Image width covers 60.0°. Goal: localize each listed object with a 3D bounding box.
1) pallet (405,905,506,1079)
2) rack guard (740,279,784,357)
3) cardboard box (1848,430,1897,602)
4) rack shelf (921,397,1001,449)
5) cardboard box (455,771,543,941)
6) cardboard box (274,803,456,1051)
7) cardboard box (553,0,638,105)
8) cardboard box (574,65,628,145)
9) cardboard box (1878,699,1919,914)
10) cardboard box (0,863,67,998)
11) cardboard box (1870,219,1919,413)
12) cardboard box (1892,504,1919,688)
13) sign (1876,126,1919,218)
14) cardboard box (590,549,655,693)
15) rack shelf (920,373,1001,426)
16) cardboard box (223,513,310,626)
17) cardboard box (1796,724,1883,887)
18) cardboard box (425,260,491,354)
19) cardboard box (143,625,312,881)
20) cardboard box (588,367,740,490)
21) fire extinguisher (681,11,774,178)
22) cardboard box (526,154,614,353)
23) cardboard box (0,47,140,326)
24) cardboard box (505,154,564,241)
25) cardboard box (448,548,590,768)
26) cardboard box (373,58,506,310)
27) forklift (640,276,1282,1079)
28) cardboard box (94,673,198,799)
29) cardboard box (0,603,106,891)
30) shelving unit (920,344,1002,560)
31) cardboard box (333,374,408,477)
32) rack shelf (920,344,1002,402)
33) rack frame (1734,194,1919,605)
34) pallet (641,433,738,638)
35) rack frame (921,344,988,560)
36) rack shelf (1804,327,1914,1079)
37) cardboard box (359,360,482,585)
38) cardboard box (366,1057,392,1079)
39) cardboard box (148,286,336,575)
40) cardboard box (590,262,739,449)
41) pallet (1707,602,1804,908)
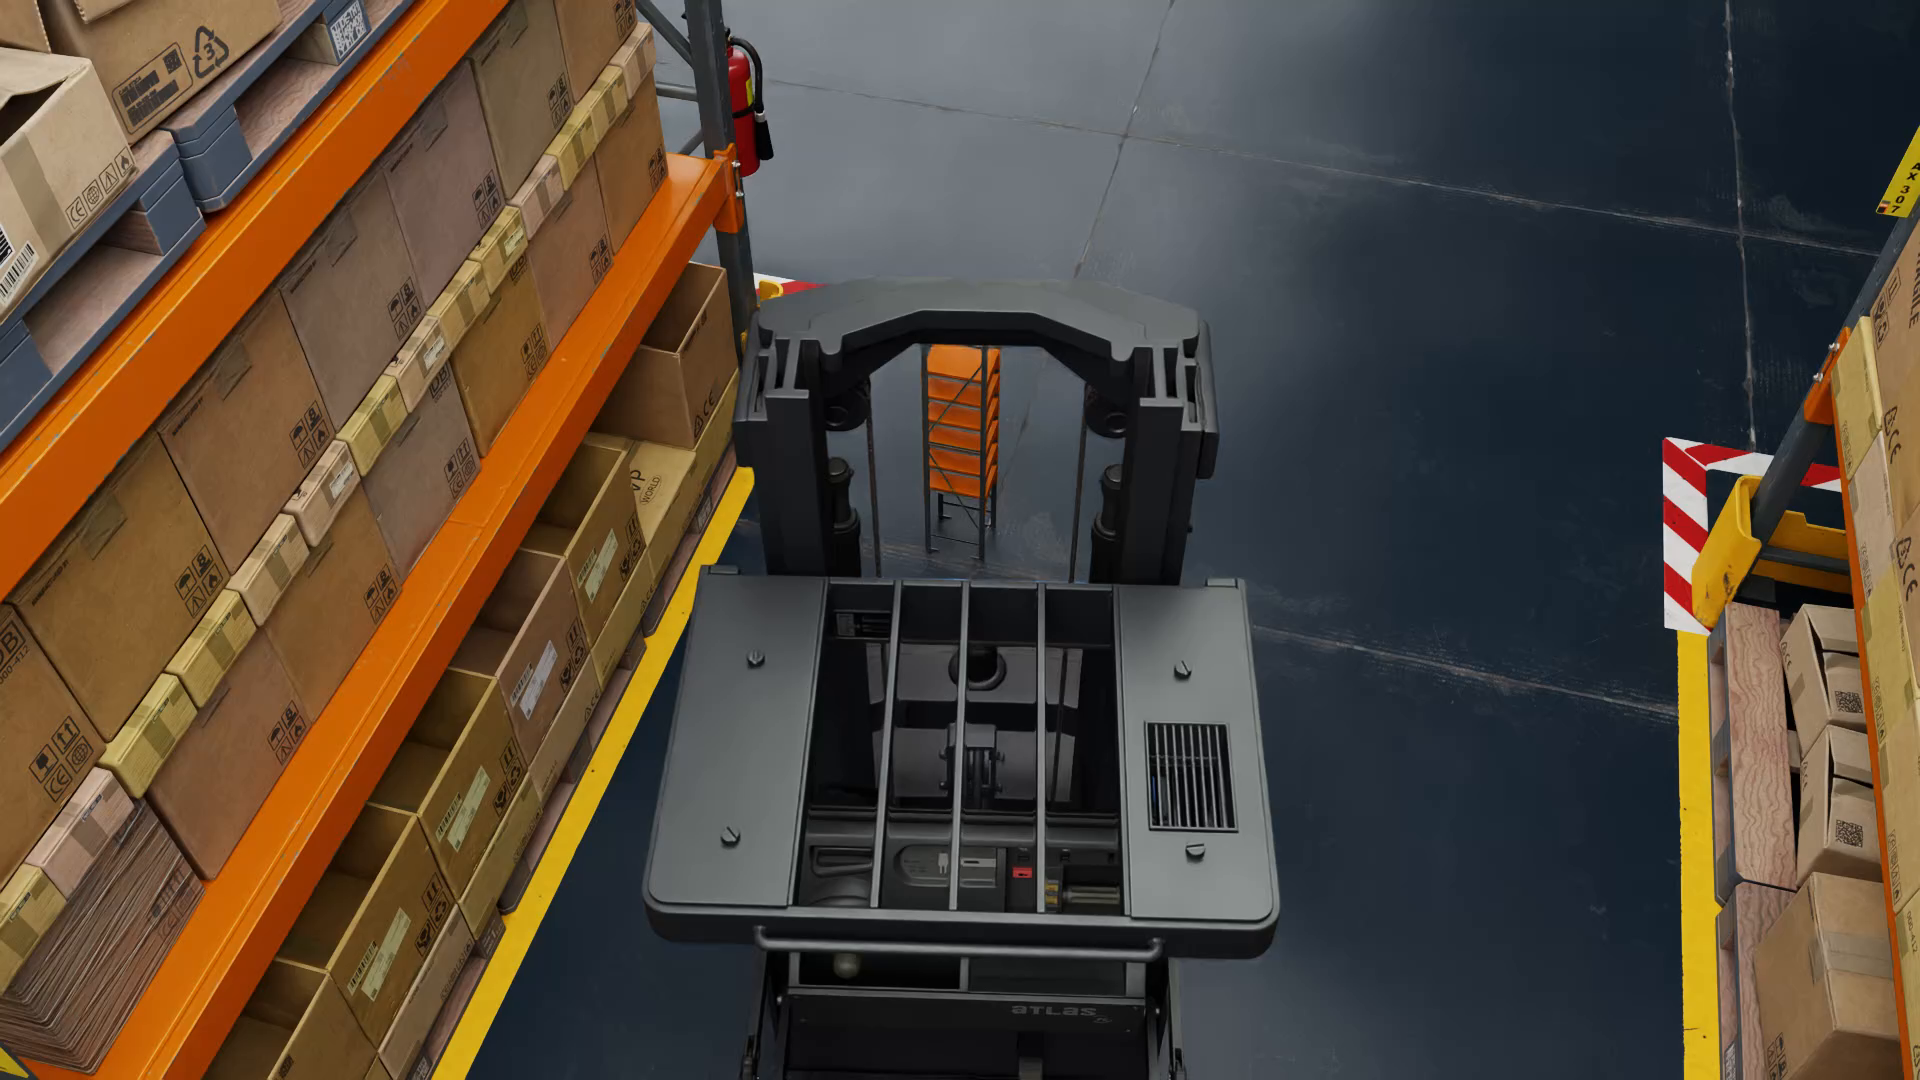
[{"bbox_3d":[-2.140,1.543,5.167,1.003,0.211,1.213,12,50,10],"label":"pallet"},{"bbox_3d":[-1.331,-0.897,7.127,1.175,0.500,0.348,12,50,10],"label":"rack guard"},{"bbox_3d":[2.885,-0.020,4.772,0.500,0.250,0.500,10,49,9],"label":"cardboard box"},{"bbox_3d":[0.004,-0.458,6.172,0.258,0.103,0.180,12,50,10],"label":"rack shelf"},{"bbox_3d":[-1.702,0.961,5.374,0.500,0.250,0.500,12,50,10],"label":"cardboard box"},{"bbox_3d":[-1.842,1.073,4.775,0.500,0.500,0.500,12,50,10],"label":"cardboard box"},{"bbox_3d":[-1.486,-1.795,5.321,0.700,0.500,0.500,12,50,10],"label":"cardboard box"},{"bbox_3d":[-1.321,-1.451,5.449,0.380,0.149,0.250,13,50,11],"label":"cardboard box"},{"bbox_3d":[2.610,0.713,4.126,0.500,0.250,0.500,12,50,10],"label":"cardboard box"},{"bbox_3d":[-2.132,0.783,3.478,0.380,0.149,0.250,11,50,10],"label":"cardboard box"},{"bbox_3d":[3.027,-0.651,4.829,0.500,0.500,0.500,12,50,10],"label":"cardboard box"},{"bbox_3d":[2.746,0.077,4.187,0.500,0.500,0.500,10,49,9],"label":"cardboard box"},{"bbox_3d":[2.920,-1.125,5.084,0.100,0.325,0.005,12,50,10],"label":"sign"},{"bbox_3d":[-1.443,0.237,6.013,0.500,0.250,0.500,12,50,10],"label":"cardboard box"},{"bbox_3d":[0.004,-0.537,6.082,0.258,0.103,0.180,12,50,10],"label":"rack shelf"},{"bbox_3d":[-1.864,0.044,4.130,0.380,0.149,0.250,10,49,9],"label":"cardboard box"},{"bbox_3d":[3.024,0.908,5.367,0.500,0.311,0.500,15,50,13],"label":"cardboard box"},{"bbox_3d":[-1.593,-0.703,4.790,0.380,0.149,0.250,13,50,11],"label":"cardboard box"},{"bbox_3d":[-2.146,0.449,4.205,0.700,0.500,0.500,11,50,10],"label":"cardboard box"},{"bbox_3d":[-1.193,-0.489,6.654,0.500,0.250,0.500,12,50,10],"label":"cardboard box"},{"bbox_3d":[-0.858,-1.675,6.198,0.296,0.674,0.183,12,50,10],"label":"fire extinguisher"},{"bbox_3d":[-1.606,-1.024,5.505,0.700,0.500,0.500,13,50,11],"label":"cardboard box"},{"bbox_3d":[-1.861,-0.664,2.940,0.500,0.311,0.500,9,49,8],"label":"cardboard box"},{"bbox_3d":[-1.457,-1.084,5.126,0.380,0.149,0.250,12,50,11],"label":"cardboard box"},{"bbox_3d":[-1.573,0.351,5.413,0.500,0.500,0.500,12,50,10],"label":"cardboard box"},{"bbox_3d":[-1.751,-1.049,4.662,0.700,0.500,0.500,12,50,10],"label":"cardboard box"},{"bbox_3d":[0.014,0.971,3.857,1.130,2.935,3.031,1,49,1],"label":"forklift"},{"bbox_3d":[-2.000,0.414,3.803,0.380,0.149,0.250,10,49,9],"label":"cardboard box"},{"bbox_3d":[-2.279,0.402,3.381,0.700,0.500,0.500,12,50,10],"label":"cardboard box"},{"bbox_3d":[0.004,-0.407,6.228,0.258,1.200,0.189,12,50,10],"label":"shelving unit"},{"bbox_3d":[-1.728,-0.338,4.467,0.380,0.149,0.250,11,50,10],"label":"cardboard box"},{"bbox_3d":[0.004,-0.616,5.992,0.258,0.103,0.180,12,50,10],"label":"rack shelf"},{"bbox_3d":[3.443,-0.732,5.314,1.000,3.000,0.127,12,50,10],"label":"rack frame"},{"bbox_3d":[-1.498,-0.222,6.724,1.003,0.211,1.213,12,50,10],"label":"pallet"},{"bbox_3d":[-0.020,-0.341,6.170,0.240,1.200,0.006,12,50,10],"label":"rack frame"},{"bbox_3d":[2.917,0.953,4.307,1.077,0.370,4.000,12,50,10],"label":"rack shelf"},{"bbox_3d":[-1.877,-0.284,4.852,0.700,0.500,0.500,13,50,11],"label":"cardboard box"},{"bbox_3d":[-1.975,1.682,4.737,0.500,0.250,0.500,12,50,10],"label":"cardboard box"},{"bbox_3d":[-2.015,-0.326,4.024,0.700,0.500,0.500,12,50,10],"label":"cardboard box"},{"bbox_3d":[-1.191,-0.737,6.372,0.500,0.500,0.500,12,50,10],"label":"cardboard box"},{"bbox_3d":[3.175,0.827,5.798,1.003,0.211,1.213,12,50,10],"label":"pallet"}]
